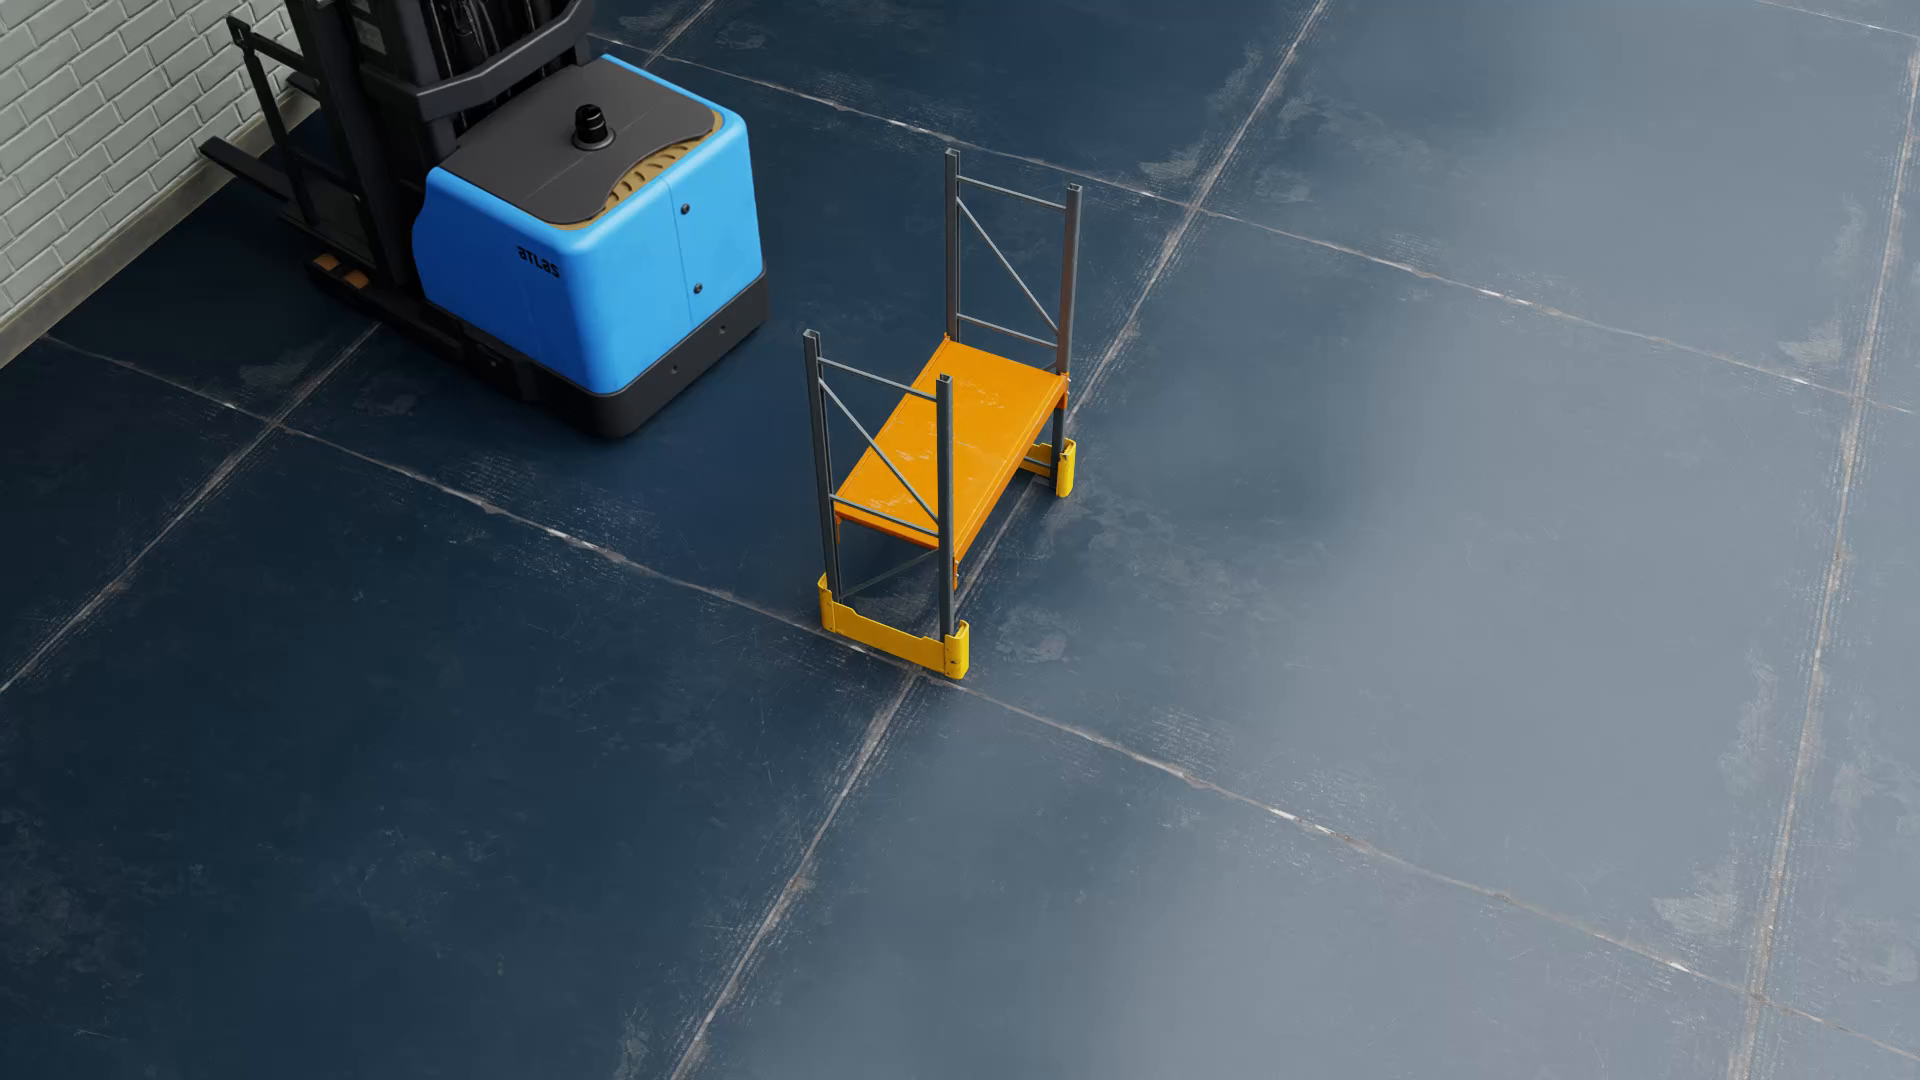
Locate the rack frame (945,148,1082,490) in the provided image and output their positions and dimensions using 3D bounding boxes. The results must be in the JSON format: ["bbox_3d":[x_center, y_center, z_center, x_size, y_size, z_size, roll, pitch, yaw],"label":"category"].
[{"bbox_3d":[0.181,-0.777,6.242,0.500,1.500,0.032,20,52,16],"label":"rack frame"}]

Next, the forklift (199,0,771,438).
[{"bbox_3d":[-2.325,-2.288,6.587,3.031,2.935,1.130,29,55,22],"label":"forklift"}]

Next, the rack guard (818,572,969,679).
[{"bbox_3d":[-0.245,0.314,6.133,0.587,0.250,0.087,20,52,16],"label":"rack guard"}]

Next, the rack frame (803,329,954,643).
[{"bbox_3d":[-0.254,-0.077,5.646,0.500,1.500,0.032,20,52,16],"label":"rack frame"}]

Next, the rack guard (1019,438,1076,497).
[{"bbox_3d":[0.180,-0.371,6.717,0.587,0.250,0.087,20,52,16],"label":"rack guard"}]

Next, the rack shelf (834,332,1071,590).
[{"bbox_3d":[-0.036,-0.311,6.081,0.538,0.185,1.000,20,52,16],"label":"rack shelf"}]

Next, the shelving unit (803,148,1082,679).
[{"bbox_3d":[-0.033,-0.434,5.949,0.587,1.500,1.083,20,52,16],"label":"shelving unit"}]
